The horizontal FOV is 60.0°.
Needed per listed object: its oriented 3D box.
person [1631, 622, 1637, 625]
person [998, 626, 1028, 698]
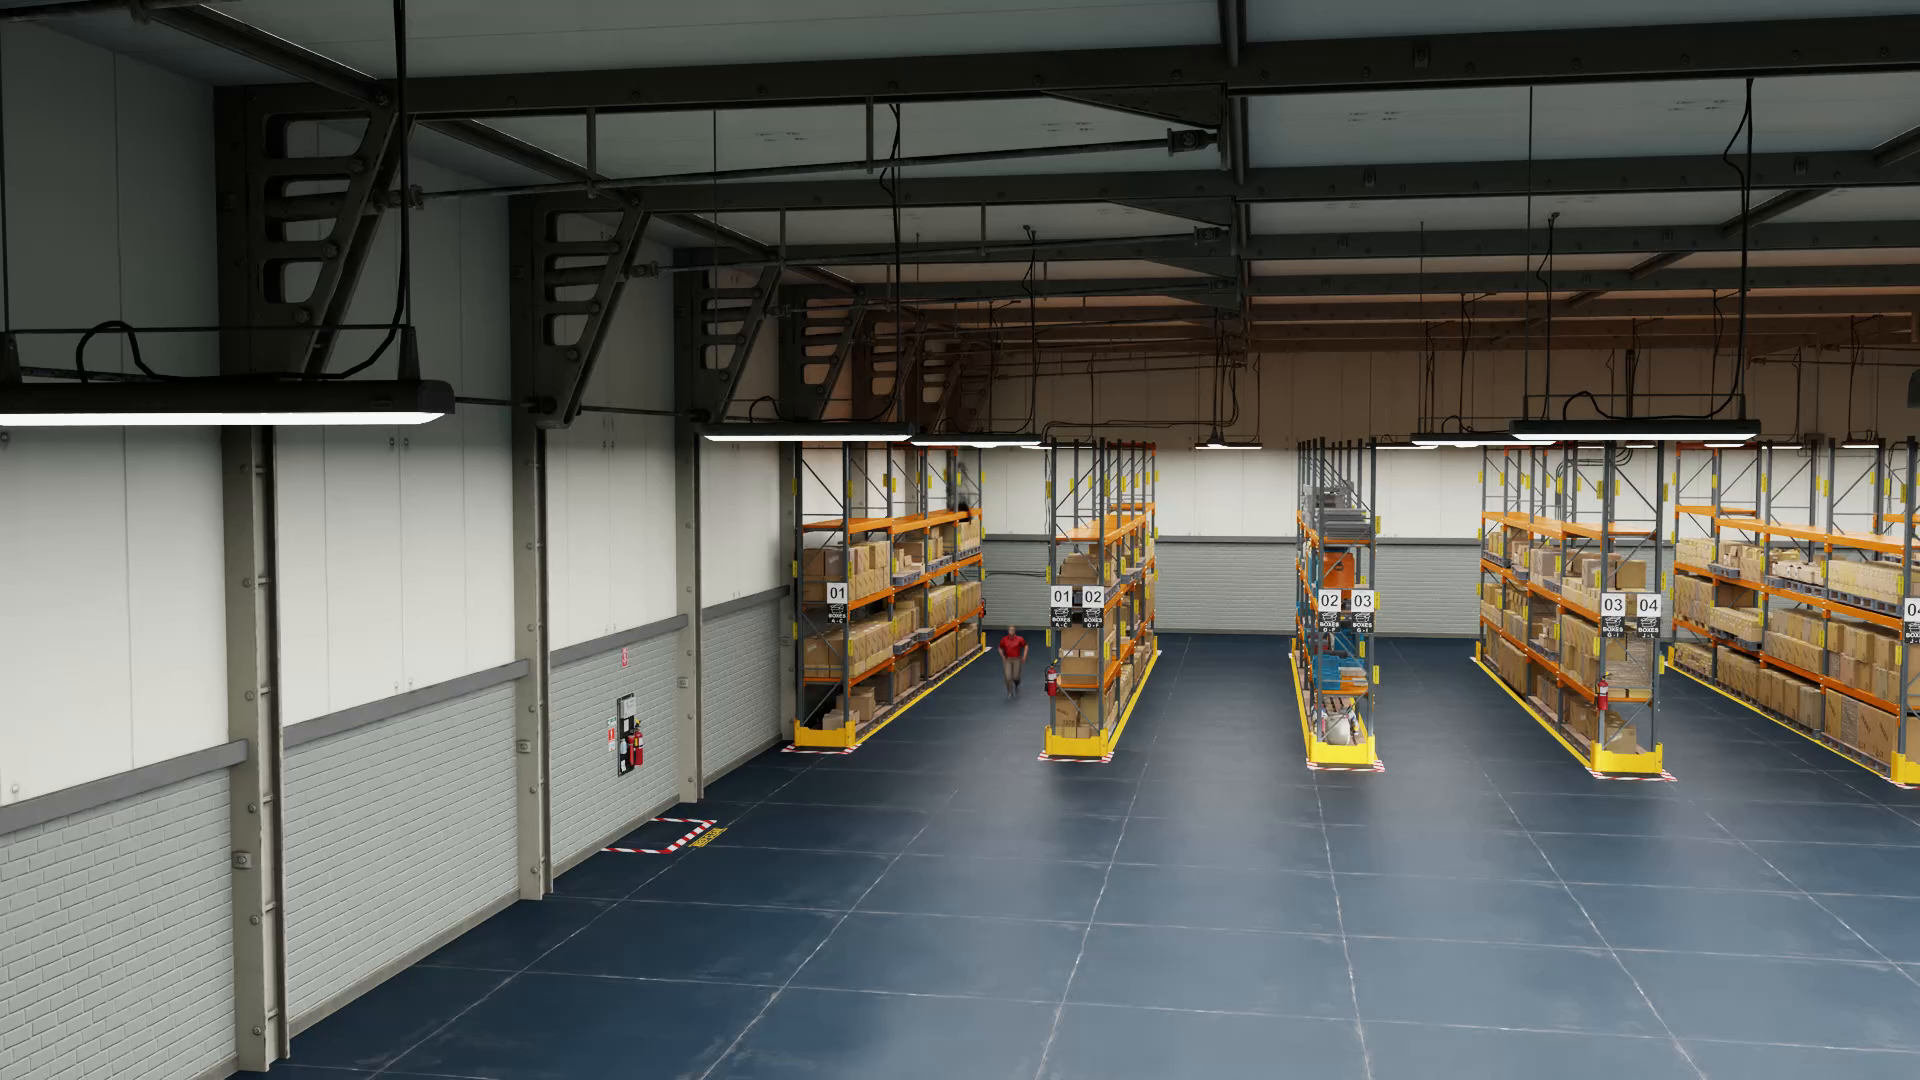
[{"bbox_3d":[18.139,2.577,45.383,0.470,1.523,0.627,-2,4,-37],"label":"person"},{"bbox_3d":[1.226,2.838,38.715,0.698,1.686,0.612,0,3,7],"label":"person"}]
